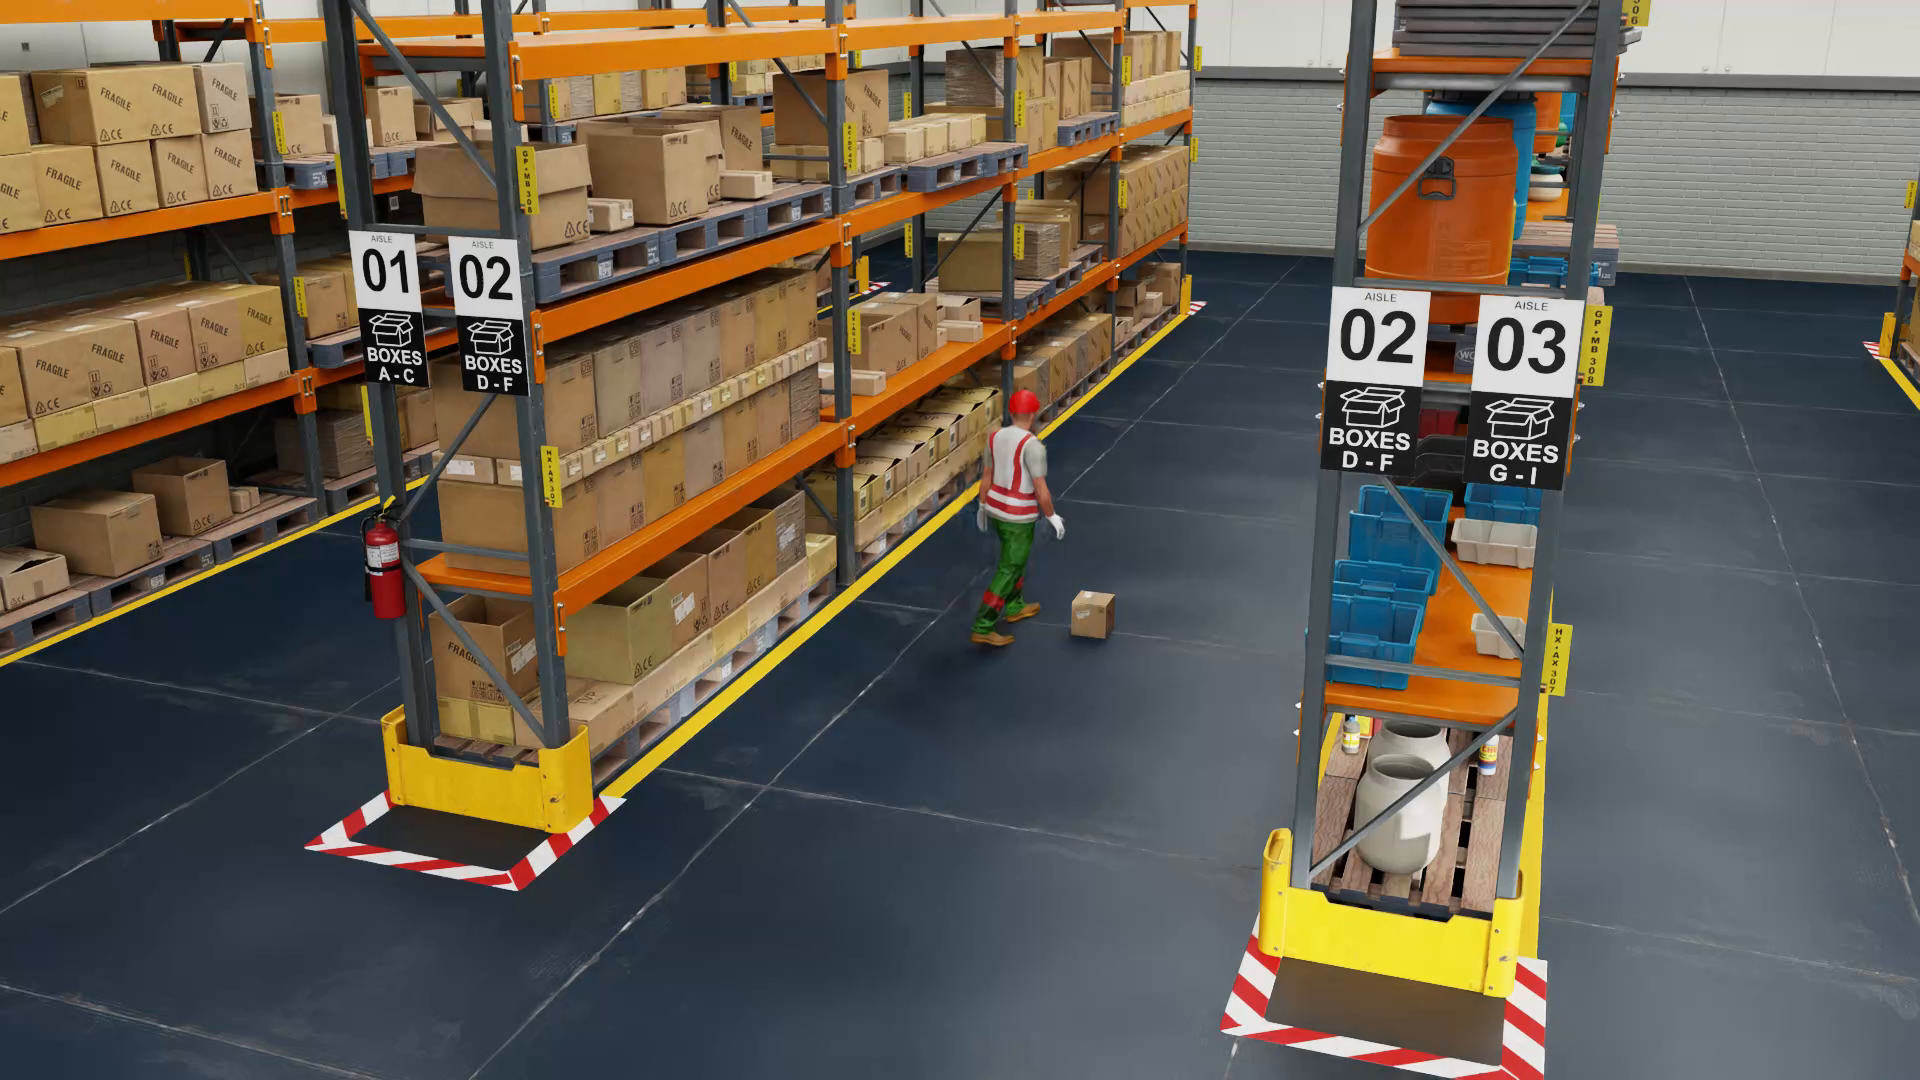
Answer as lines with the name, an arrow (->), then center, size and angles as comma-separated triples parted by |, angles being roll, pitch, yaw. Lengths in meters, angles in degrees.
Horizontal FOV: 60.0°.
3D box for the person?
person -> 0.370, -0.165, 11.563 | 0.827, 1.754, 0.644 | -13, 23, -35
